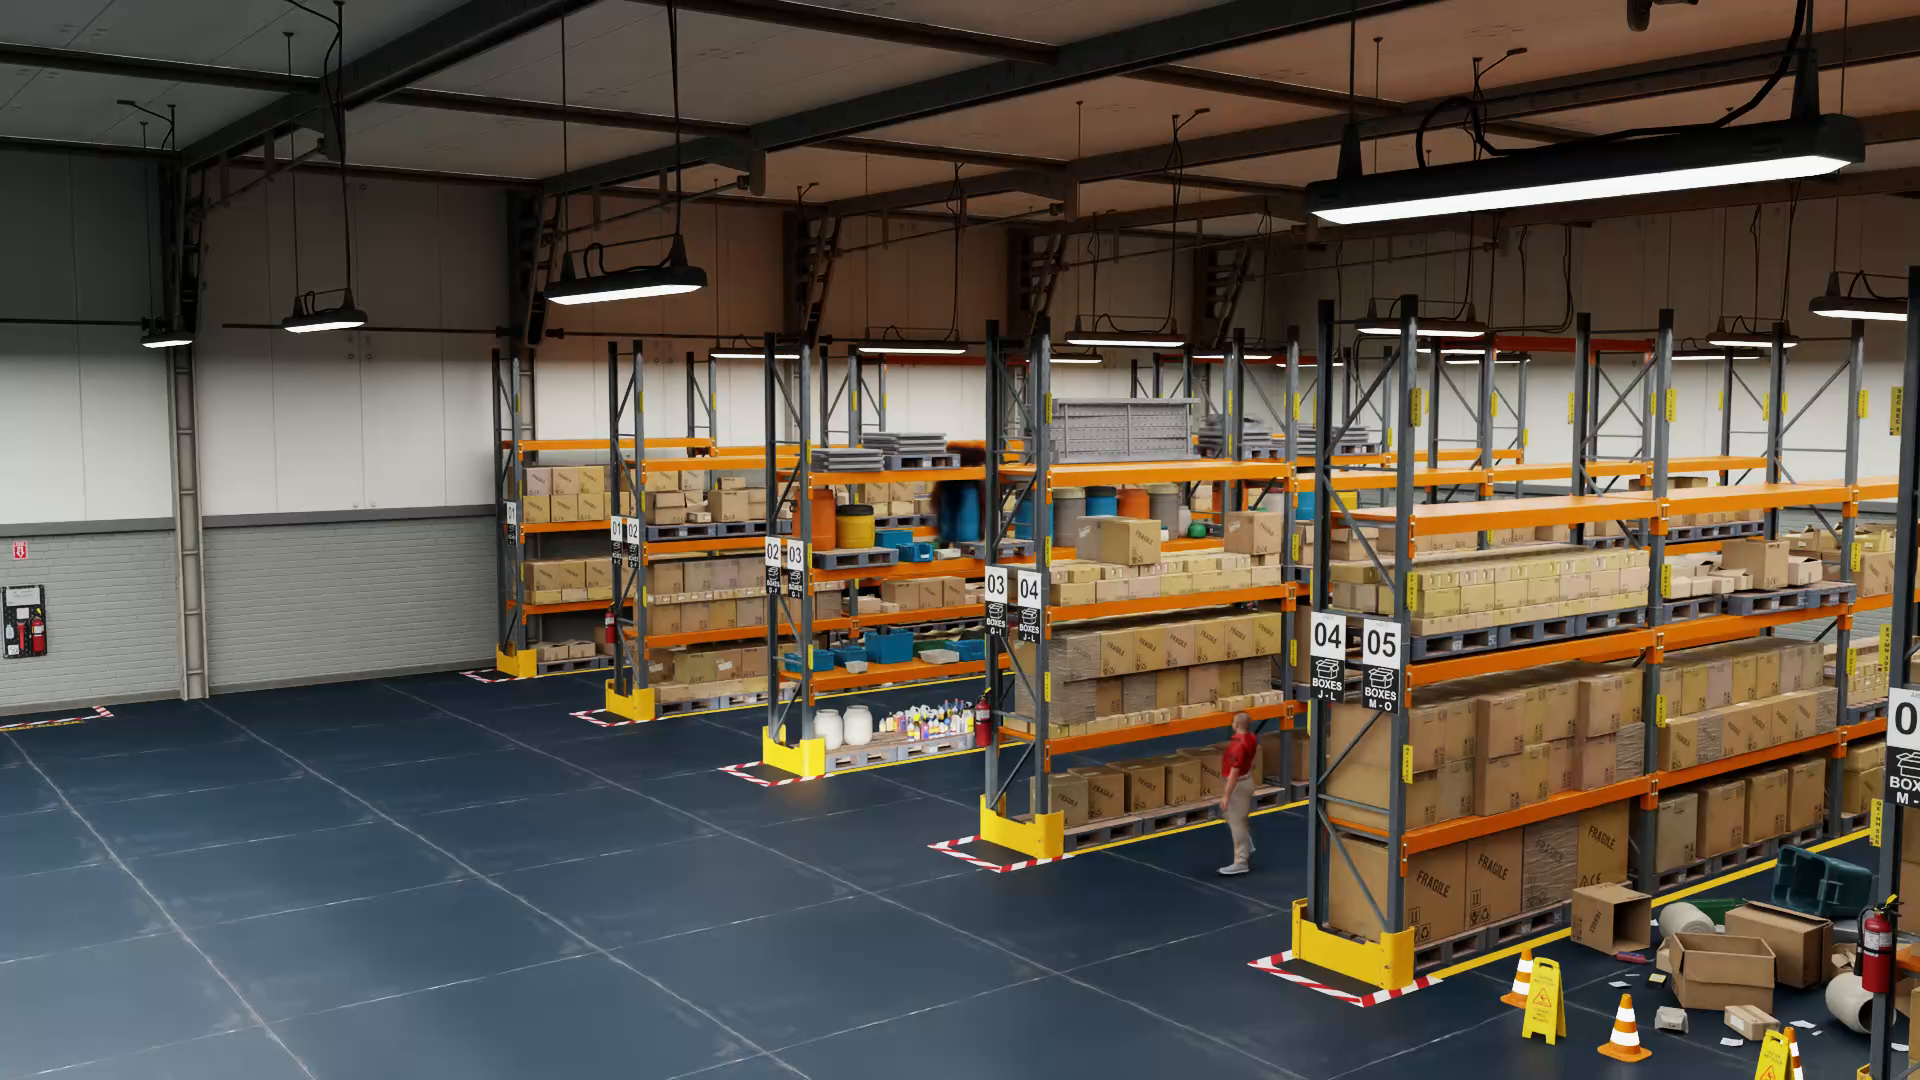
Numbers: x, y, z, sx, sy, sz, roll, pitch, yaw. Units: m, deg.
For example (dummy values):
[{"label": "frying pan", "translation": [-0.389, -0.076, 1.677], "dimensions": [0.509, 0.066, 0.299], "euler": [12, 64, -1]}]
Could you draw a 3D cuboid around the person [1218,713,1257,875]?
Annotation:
[{"label": "person", "translation": [3.016, 2.718, 18.047], "dimensions": [0.397, 1.735, 0.655], "euler": [1, 5, 14]}]
